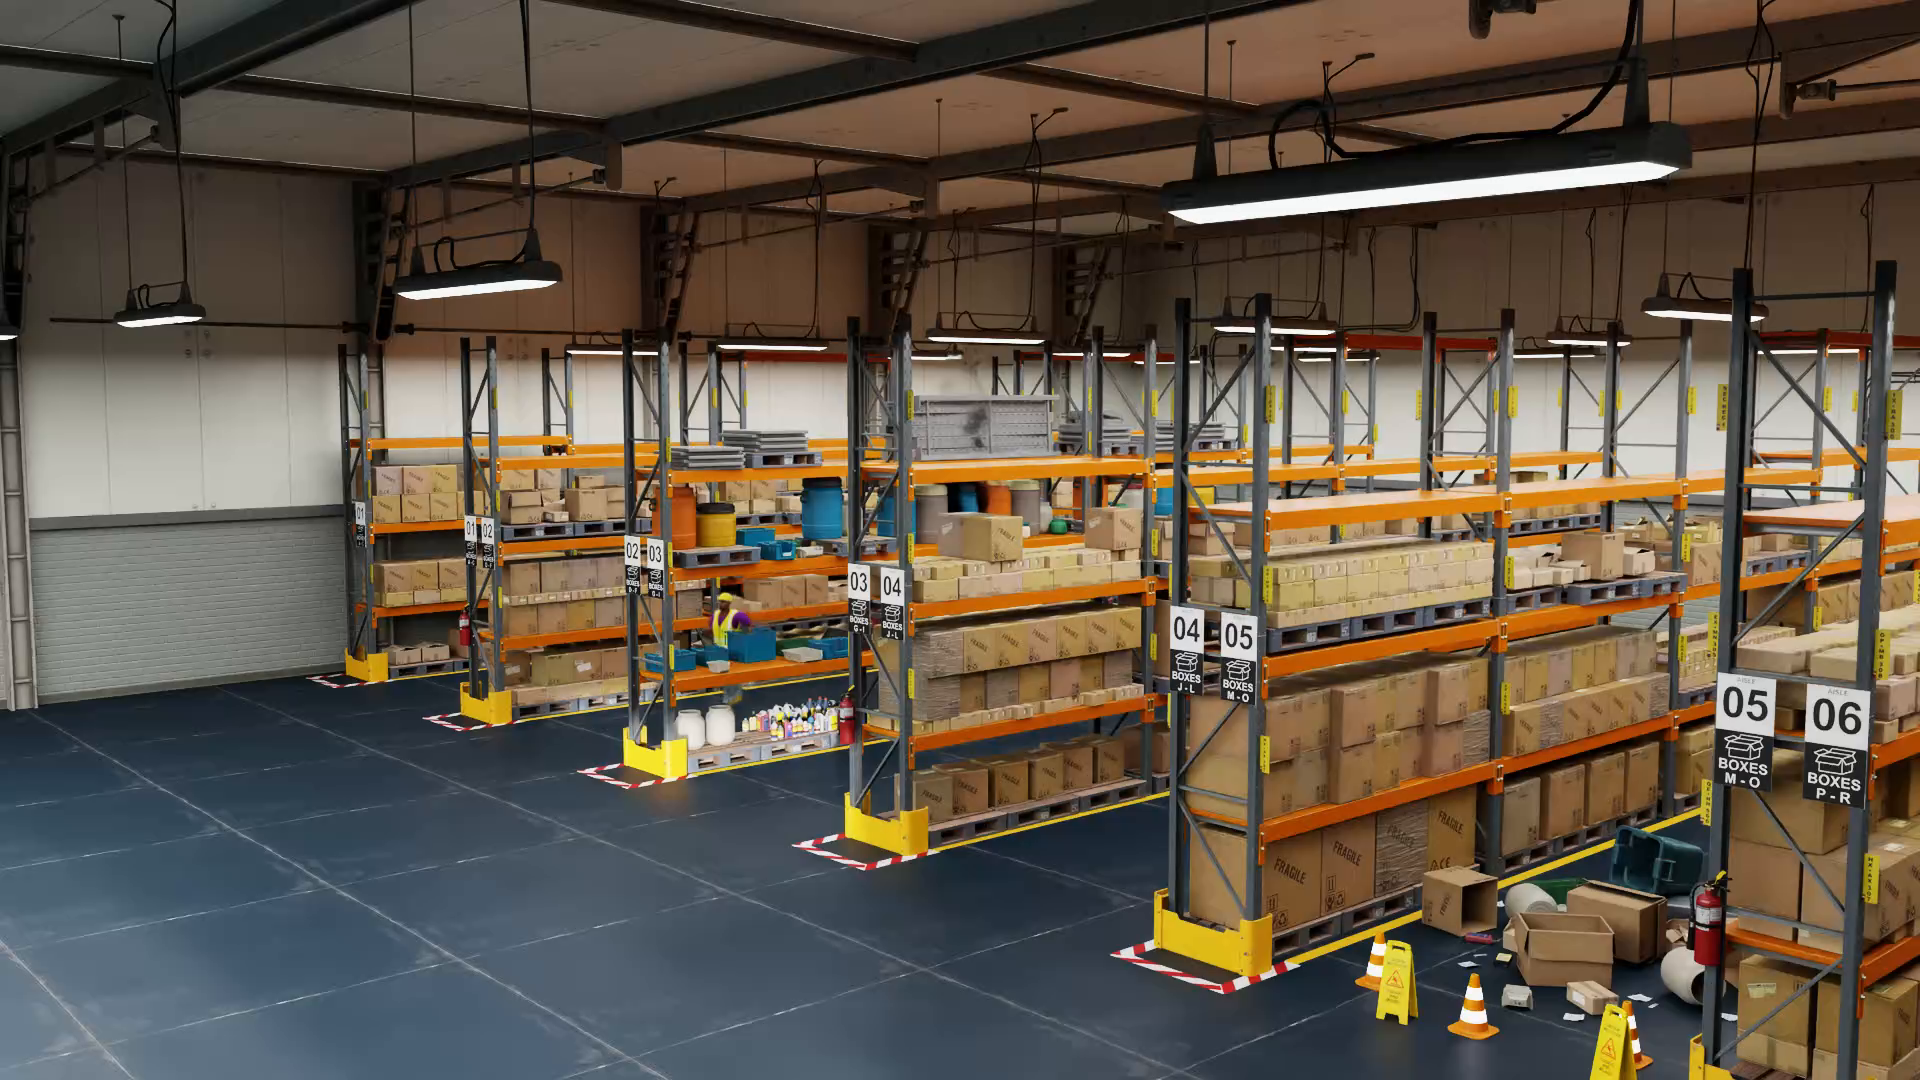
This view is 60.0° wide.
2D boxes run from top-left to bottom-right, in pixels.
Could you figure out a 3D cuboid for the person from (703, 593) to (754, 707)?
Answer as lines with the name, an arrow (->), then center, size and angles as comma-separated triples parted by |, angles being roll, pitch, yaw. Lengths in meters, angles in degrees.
person -> -3.605, 1.717, 25.566 | 0.680, 1.836, 0.743 | 4, 6, 37
